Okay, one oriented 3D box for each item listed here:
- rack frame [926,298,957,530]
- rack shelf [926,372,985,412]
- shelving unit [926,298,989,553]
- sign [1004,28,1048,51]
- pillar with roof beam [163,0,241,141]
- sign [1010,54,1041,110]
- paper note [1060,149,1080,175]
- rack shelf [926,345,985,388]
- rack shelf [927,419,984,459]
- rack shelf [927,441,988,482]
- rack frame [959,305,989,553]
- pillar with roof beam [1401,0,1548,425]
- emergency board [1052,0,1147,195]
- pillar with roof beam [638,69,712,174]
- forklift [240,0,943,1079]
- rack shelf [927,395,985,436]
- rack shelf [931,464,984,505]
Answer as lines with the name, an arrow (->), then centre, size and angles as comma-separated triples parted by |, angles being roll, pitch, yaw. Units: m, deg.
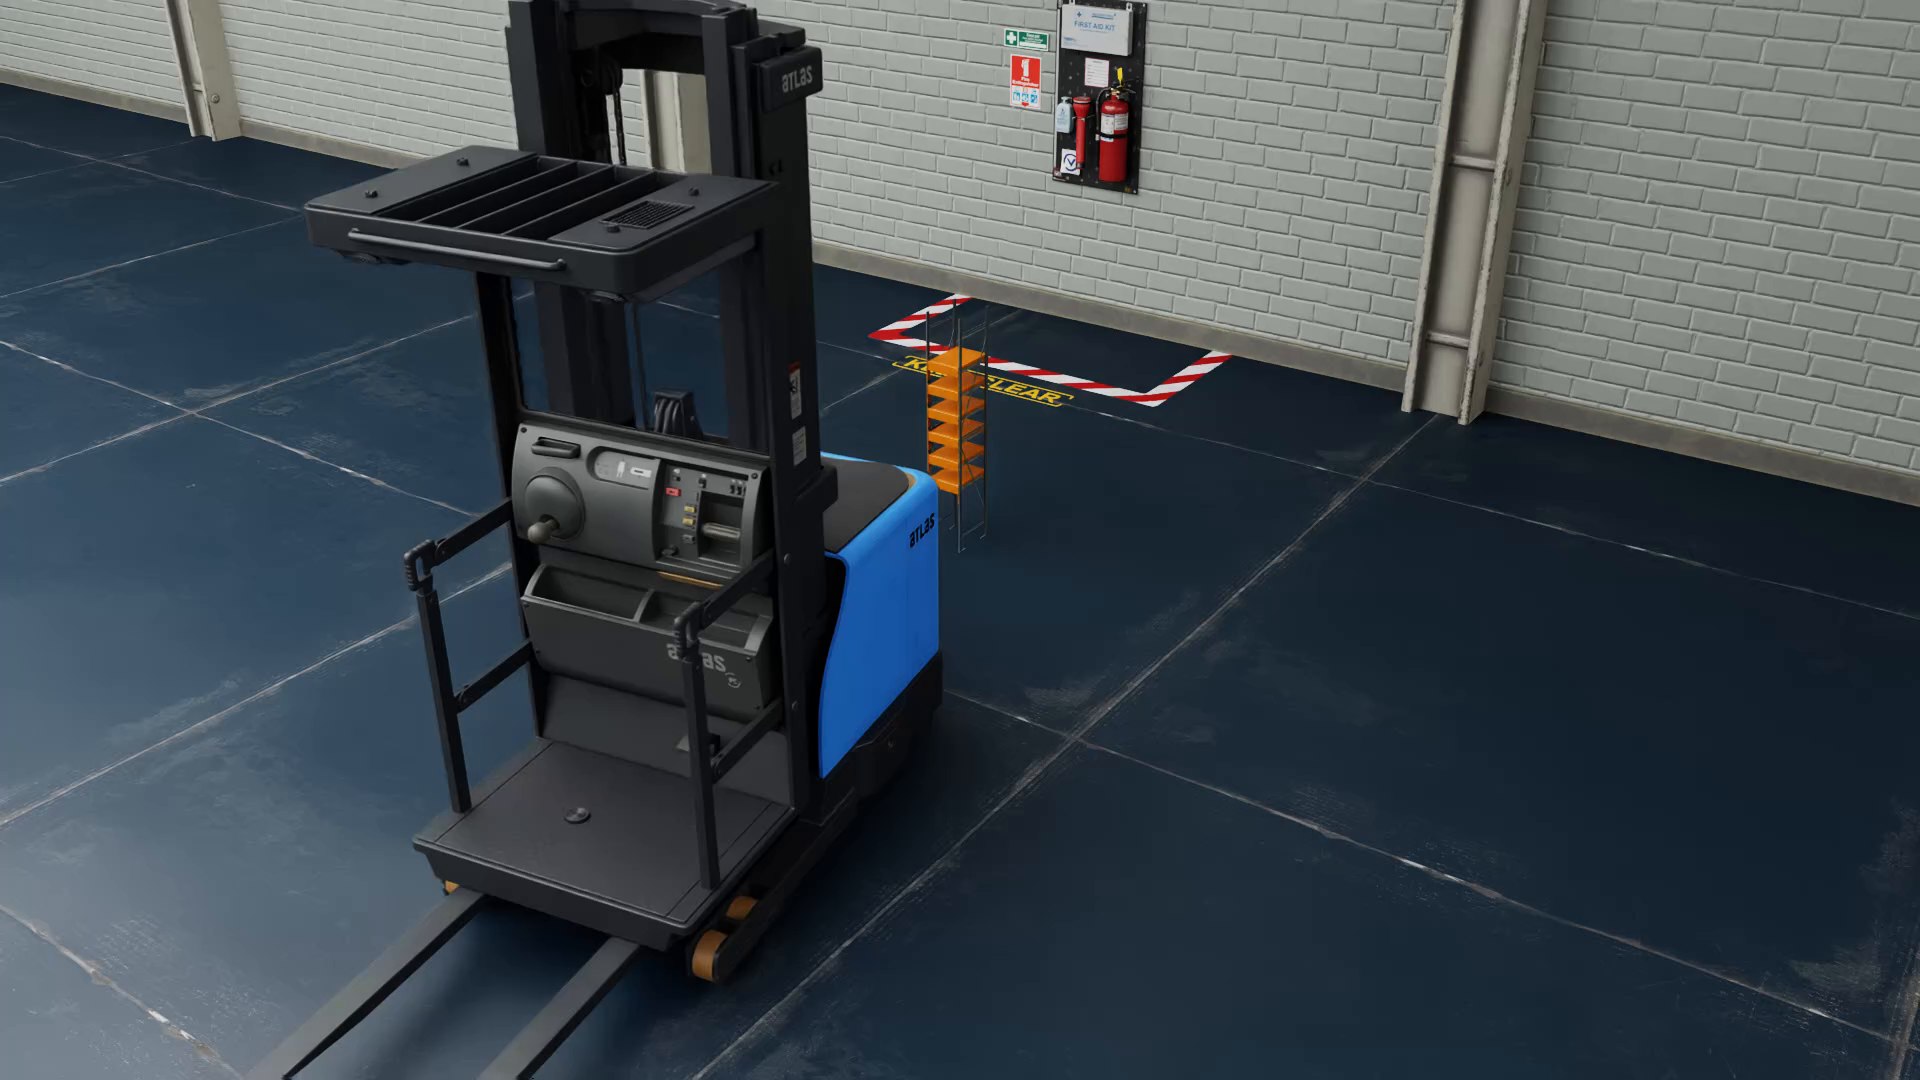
rack frame -> -0.087, -0.562, 8.031 | 0.006, 1.200, 0.240 | 17, 32, 30
rack shelf -> -0.012, -0.713, 7.896 | 0.180, 0.103, 0.258 | 17, 32, 30
shelving unit -> -0.012, -0.538, 7.985 | 0.189, 1.200, 0.258 | 17, 32, 30
sign -> 0.420, -3.180, 10.568 | 0.331, 0.109, 0.001 | 17, 32, 30
pillar with roof beam -> -9.495, -6.249, 10.607 | 0.400, 9.000, 9.100 | 17, 32, 30
sign -> 0.421, -2.948, 10.697 | 0.234, 0.329, 0.001 | 17, 32, 30
paper note -> 0.711, -2.430, 10.690 | 0.142, 0.148, 0.016 | 17, 32, 30
rack shelf -> -0.012, -0.820, 7.842 | 0.180, 0.103, 0.258 | 17, 32, 30
rack shelf -> -0.012, -0.499, 8.005 | 0.180, 0.103, 0.258 | 17, 32, 30
rack shelf -> -0.012, -0.392, 8.060 | 0.180, 0.103, 0.258 | 17, 32, 30
rack frame -> 0.063, -0.515, 7.939 | 0.006, 1.200, 0.240 | 17, 32, 30
pillar with roof beam -> 0.396, -3.167, 4.552 | 0.400, 9.000, 9.100 | 17, 32, 30
emergency board -> 0.818, -2.752, 10.350 | 0.643, 1.169, 0.194 | 17, 32, 30
pillar with roof beam -> -4.549, -4.708, 7.579 | 0.400, 9.000, 9.100 | 17, 32, 30
forklift -> -1.136, -0.089, 5.194 | 1.130, 2.935, 3.031 | 12, 29, 21
rack shelf -> -0.012, -0.606, 7.951 | 0.180, 0.103, 0.258 | 17, 32, 30
rack shelf -> -0.012, -0.285, 8.114 | 0.180, 0.103, 0.258 | 17, 32, 30
